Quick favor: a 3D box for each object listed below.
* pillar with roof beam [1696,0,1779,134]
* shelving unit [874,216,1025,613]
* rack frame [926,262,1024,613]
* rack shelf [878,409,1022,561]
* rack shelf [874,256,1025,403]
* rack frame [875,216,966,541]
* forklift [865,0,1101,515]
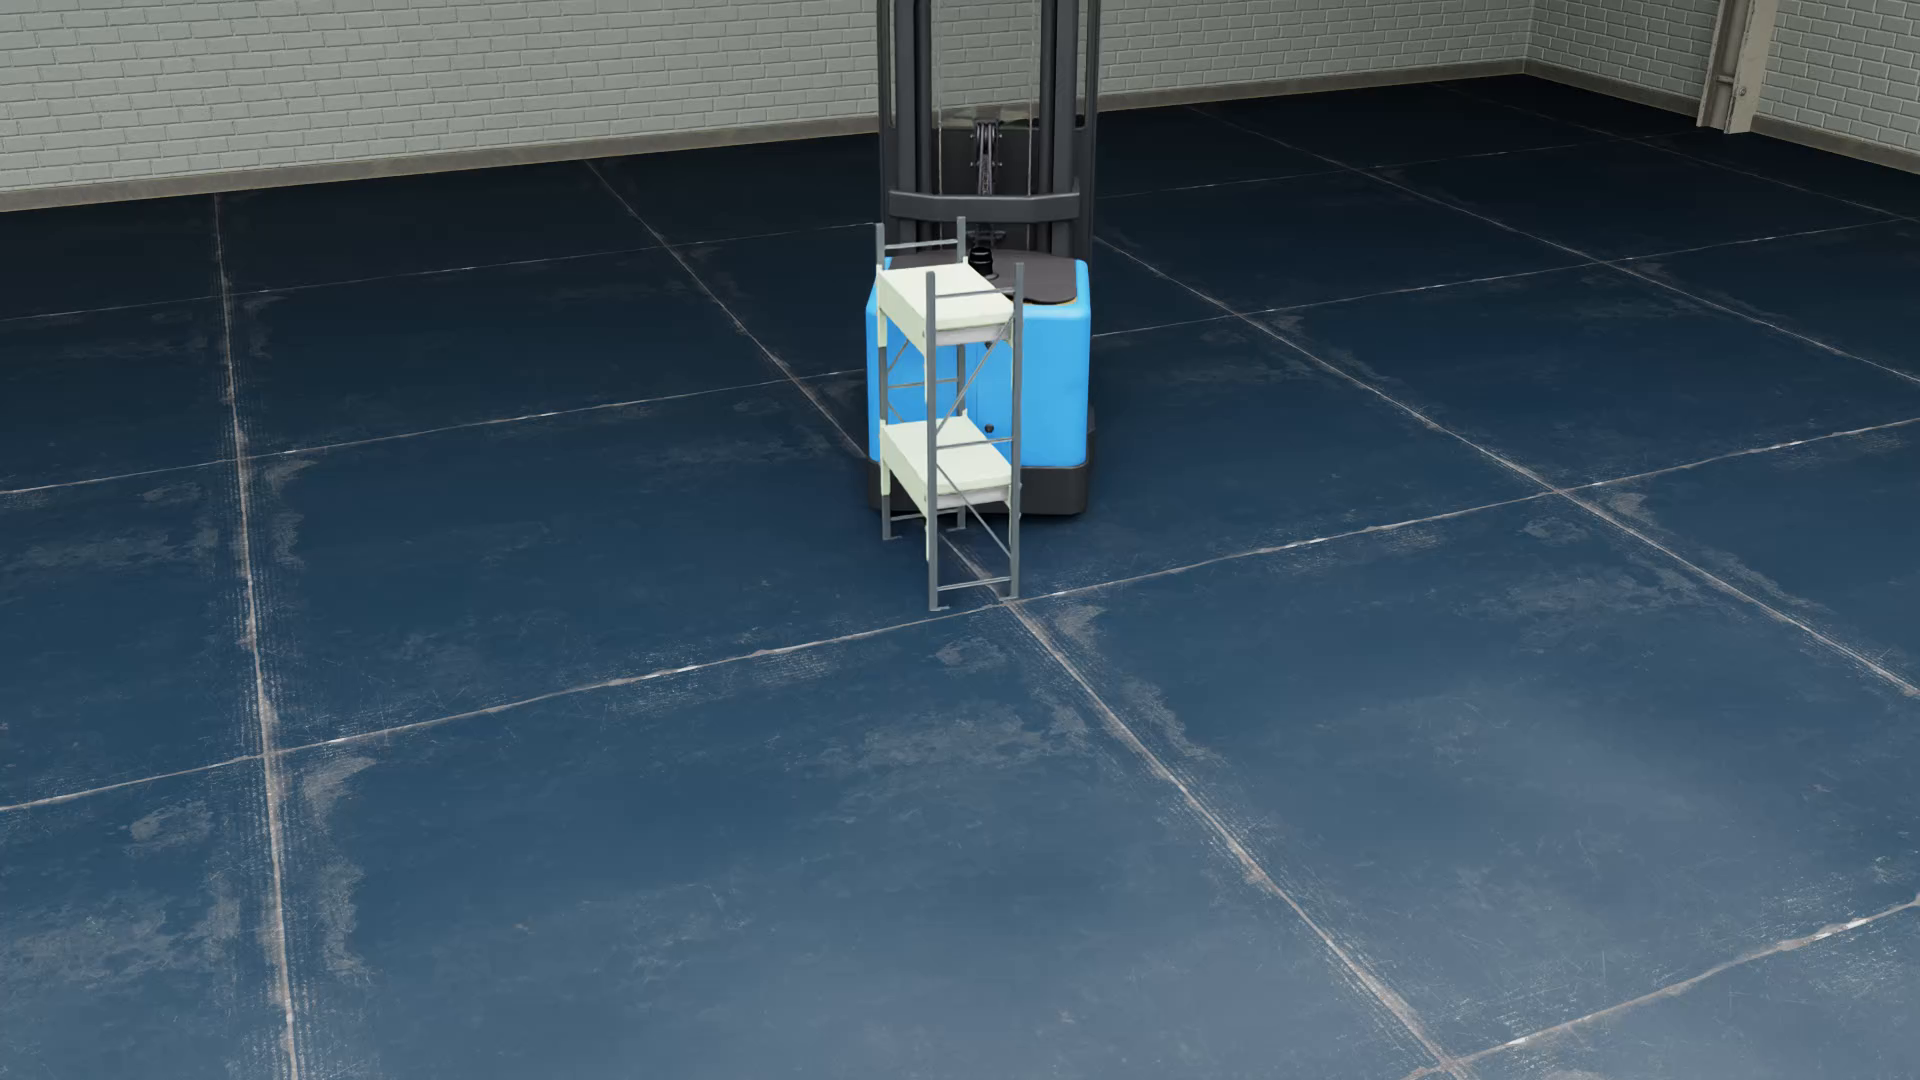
[{"bbox_3d":[3.262,-7.199,12.239,9.100,9.000,0.400,-11,28,-21],"label":"pillar with roof beam"},{"bbox_3d":[-0.055,-0.547,7.161,0.431,1.500,0.755,-8,27,-16],"label":"shelving unit"},{"bbox_3d":[0.059,-0.394,6.848,0.400,1.500,0.023,-8,27,-16],"label":"rack frame"},{"bbox_3d":[-0.055,-0.254,7.304,0.431,0.370,0.720,-8,27,-16],"label":"rack shelf"},{"bbox_3d":[-0.055,-0.898,6.989,0.431,0.370,0.720,-8,27,-16],"label":"rack shelf"},{"bbox_3d":[-0.168,-0.699,7.473,0.400,1.500,0.023,-8,27,-16],"label":"rack frame"},{"bbox_3d":[0.151,-2.044,8.597,1.130,2.935,3.031,1,26,3],"label":"forklift"}]
